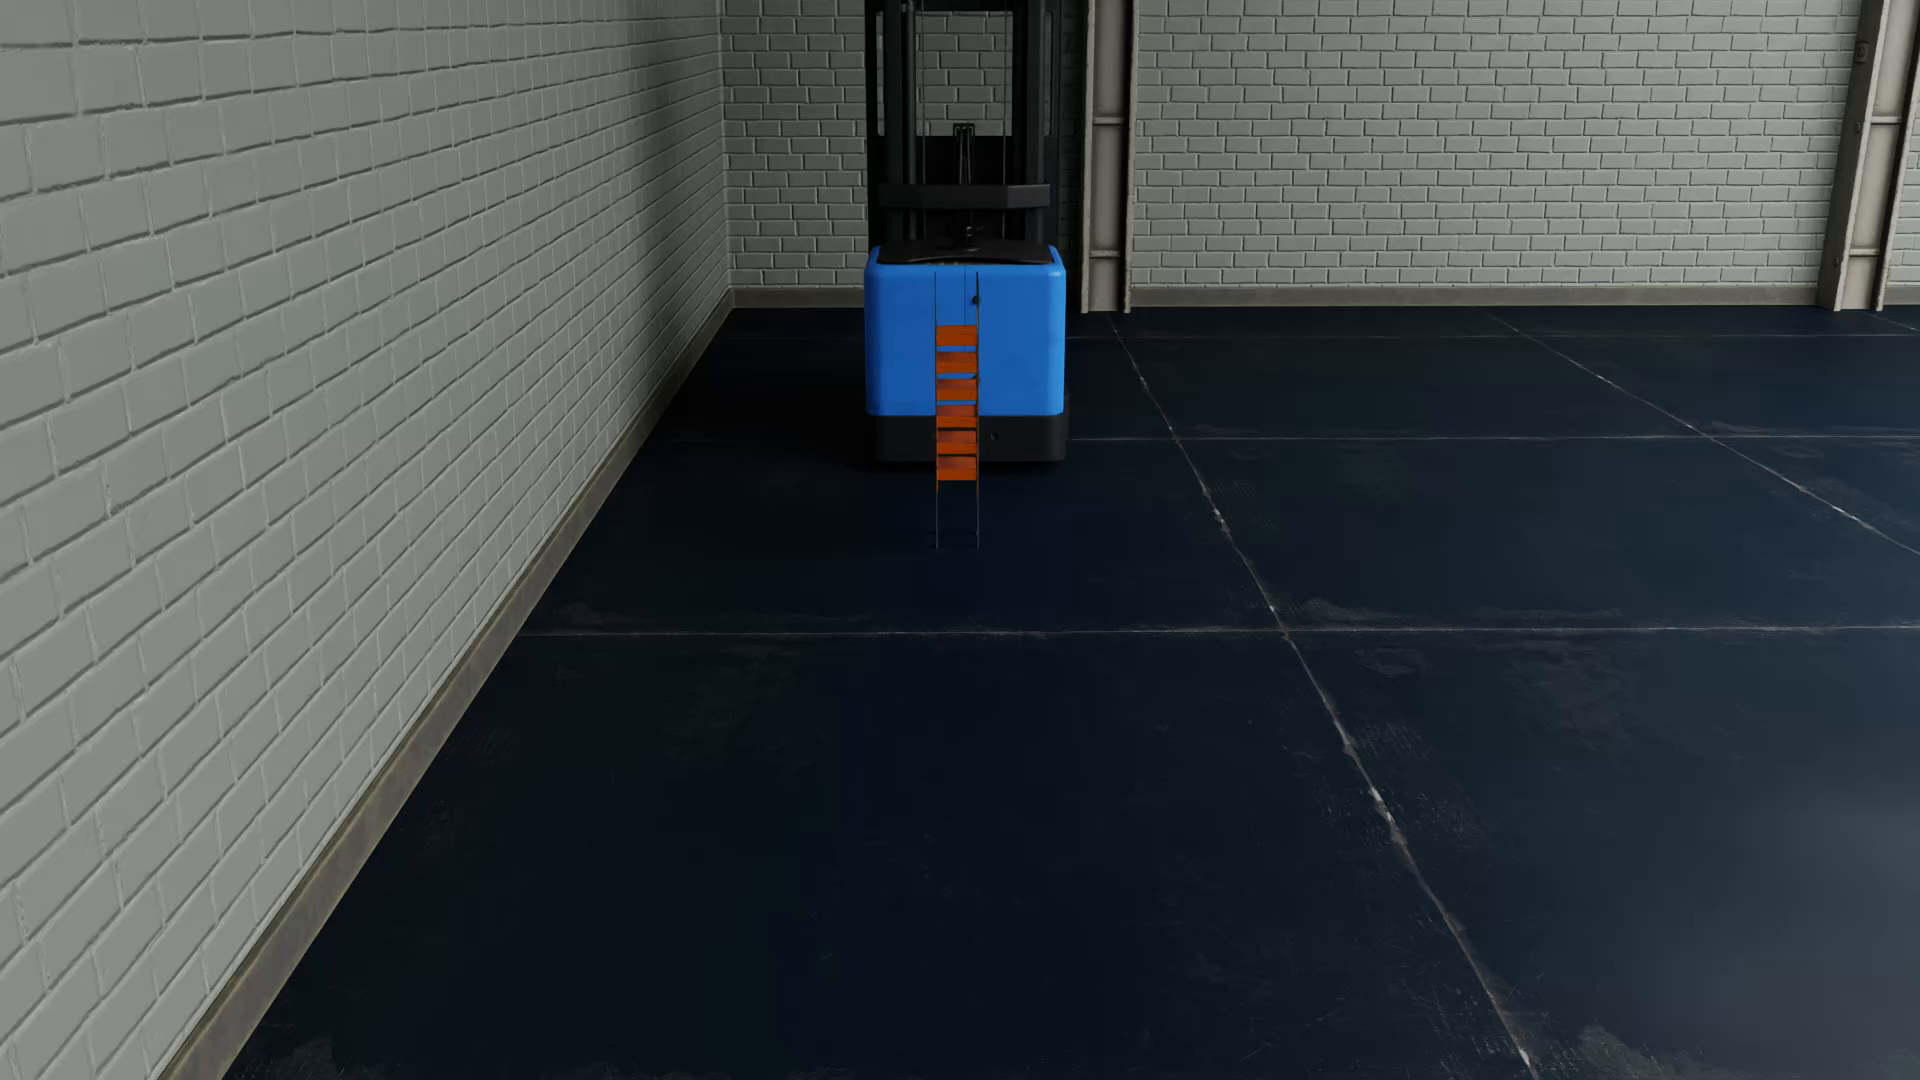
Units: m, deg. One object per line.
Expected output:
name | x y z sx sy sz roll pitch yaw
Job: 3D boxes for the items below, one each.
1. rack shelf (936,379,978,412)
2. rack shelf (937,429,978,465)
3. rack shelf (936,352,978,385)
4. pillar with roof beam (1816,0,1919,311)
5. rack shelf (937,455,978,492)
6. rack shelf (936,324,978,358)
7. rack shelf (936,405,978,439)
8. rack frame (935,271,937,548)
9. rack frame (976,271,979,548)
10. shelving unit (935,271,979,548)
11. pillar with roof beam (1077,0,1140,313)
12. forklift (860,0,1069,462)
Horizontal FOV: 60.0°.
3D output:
rack shelf | -0.014 -0.643 7.341 0.180 0.103 0.258 0 18 -1
rack shelf | -0.014 -0.415 7.414 0.180 0.103 0.258 0 18 -1
rack shelf | -0.014 -0.757 7.304 0.180 0.103 0.258 0 18 -1
pillar with roof beam | 7.214 -4.842 7.909 0.400 9.000 9.100 0 18 -1
rack shelf | -0.014 -0.300 7.451 0.180 0.103 0.258 0 18 -1
rack shelf | -0.014 -0.872 7.268 0.180 0.103 0.258 0 18 -1
rack shelf | -0.014 -0.529 7.378 0.180 0.103 0.258 0 18 -1
rack frame | -0.106 -0.571 7.363 0.006 1.200 0.240 0 18 -1
rack frame | 0.077 -0.572 7.365 0.006 1.200 0.240 0 18 -1
shelving unit | -0.014 -0.571 7.364 0.189 1.200 0.258 0 18 -1
pillar with roof beam | 1.215 -4.813 7.818 0.400 9.000 9.100 0 18 -1
forklift | 0.020 -2.192 9.581 1.130 2.935 3.031 0 18 0
